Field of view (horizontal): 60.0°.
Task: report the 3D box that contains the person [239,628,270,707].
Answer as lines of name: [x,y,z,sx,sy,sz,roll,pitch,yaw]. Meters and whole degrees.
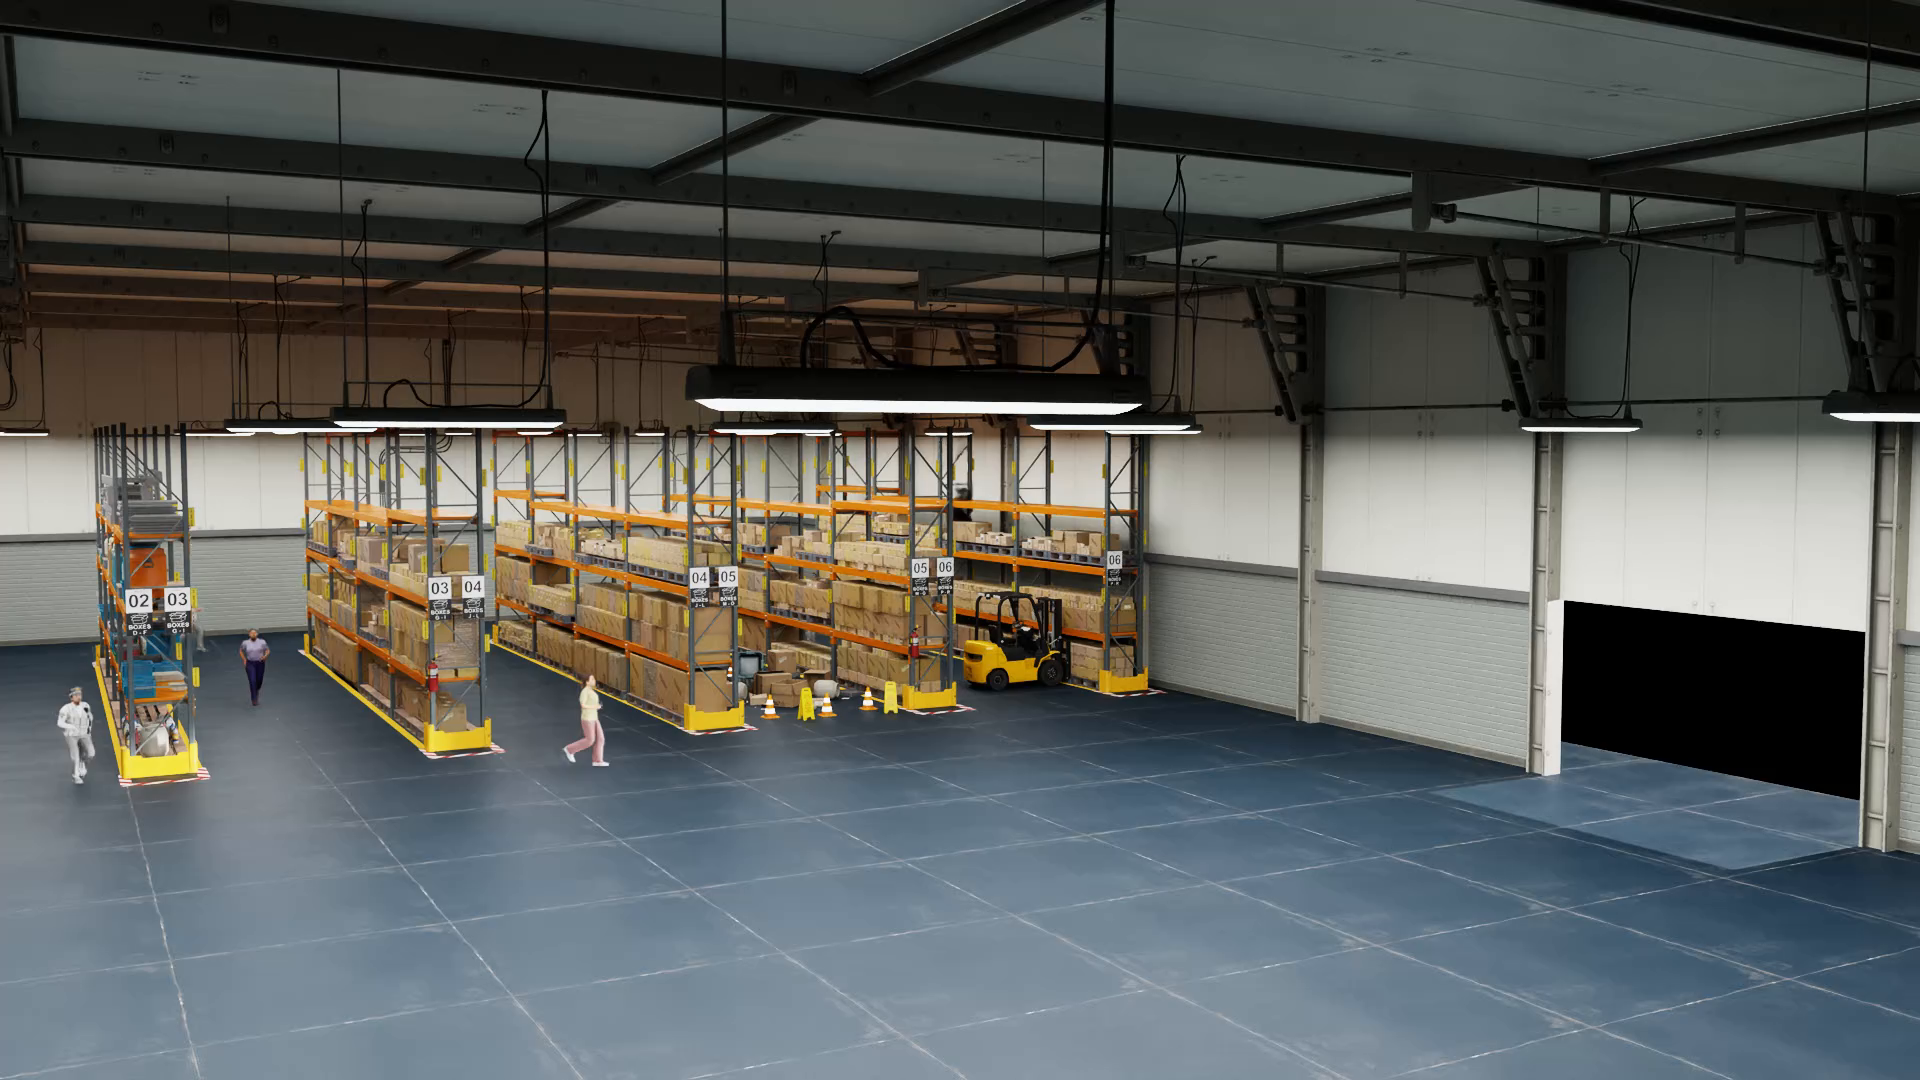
person: [-15.166,2.725,35.776,0.580,1.626,0.759,-2,4,-32]

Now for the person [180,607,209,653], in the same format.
person: [-20.617,2.151,44.510,0.884,1.794,0.661,-1,4,-15]

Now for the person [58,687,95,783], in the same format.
person: [-14.610,3.236,27.563,0.589,1.631,0.601,3,5,41]

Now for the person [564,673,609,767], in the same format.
person: [-6.511,3.135,29.015,0.794,1.641,0.591,0,3,3]

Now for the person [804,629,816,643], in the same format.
person: [-4.248,2.072,46.517,0.625,1.658,0.591,-2,4,-35]
